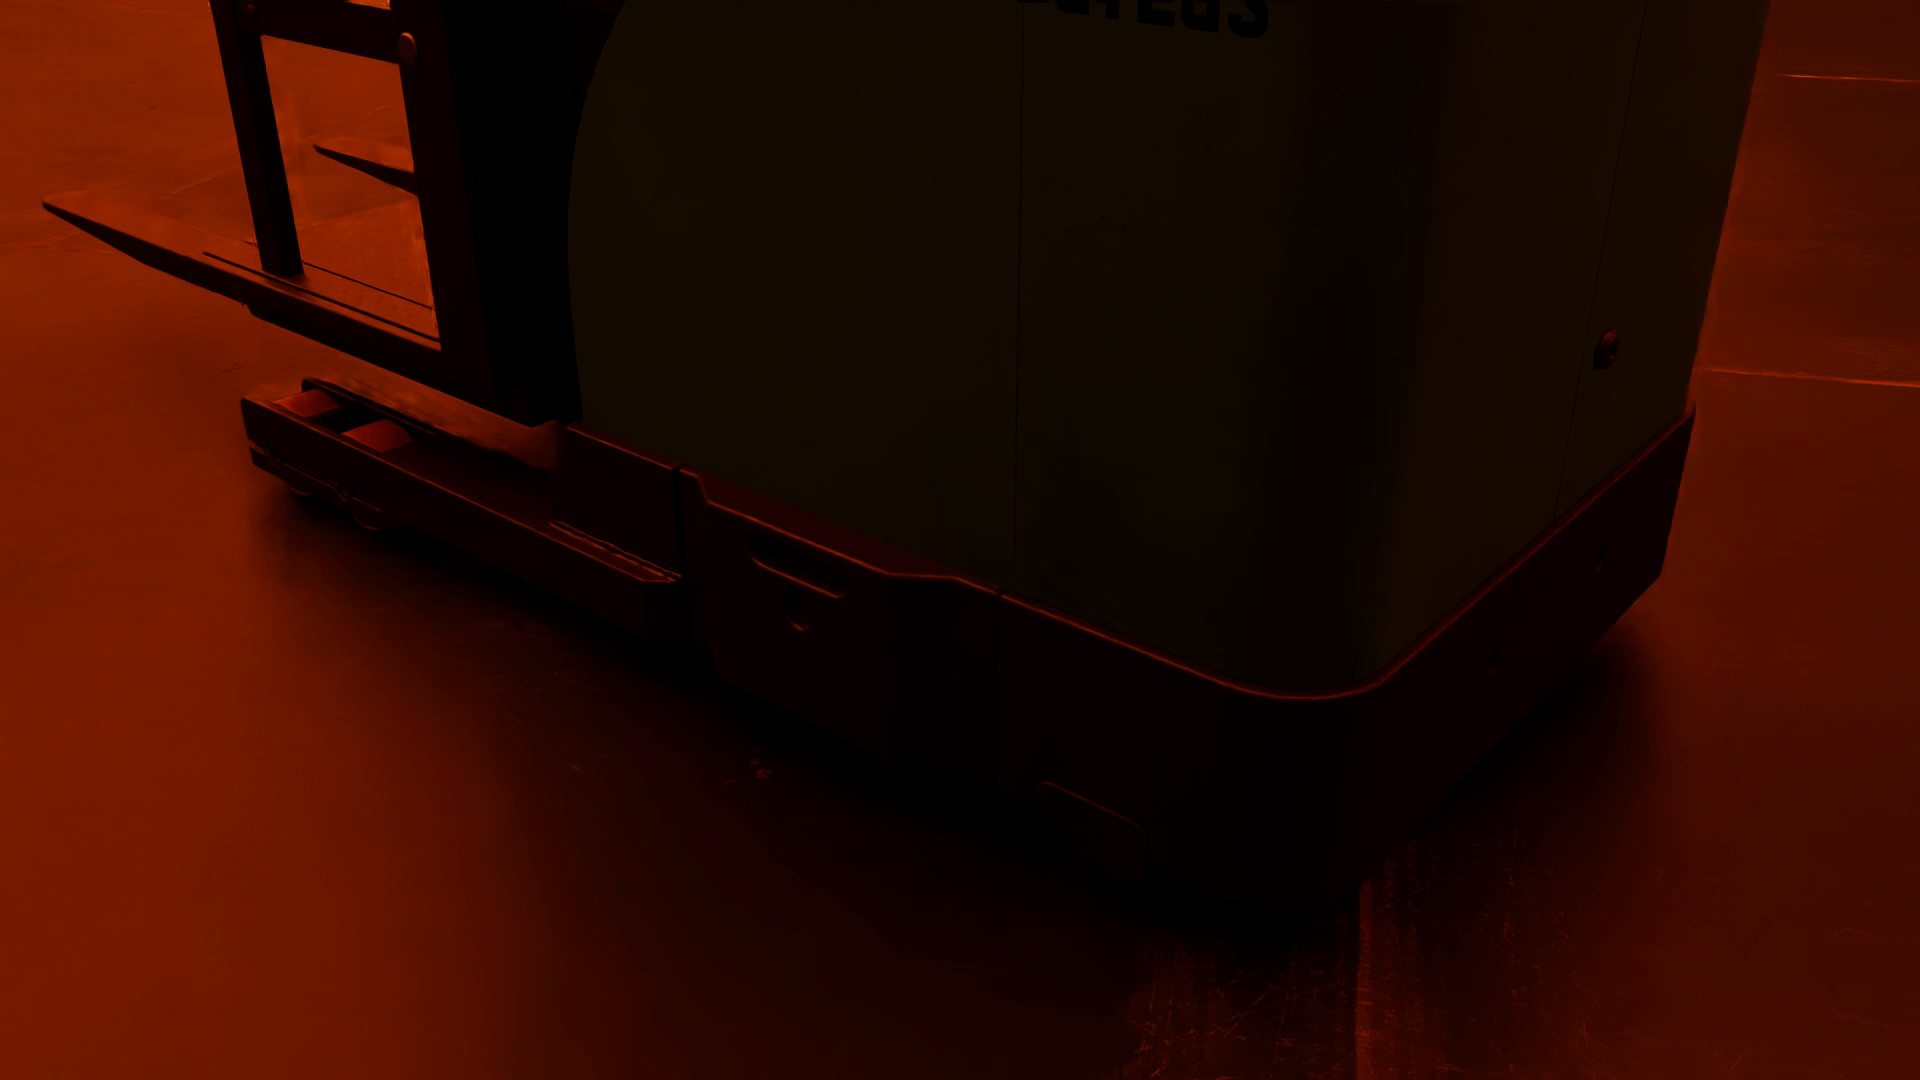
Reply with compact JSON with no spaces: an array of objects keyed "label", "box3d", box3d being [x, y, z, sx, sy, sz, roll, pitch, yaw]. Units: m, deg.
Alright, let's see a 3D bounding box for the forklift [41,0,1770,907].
[{"label":"forklift","box3d":[-0.495,-1.483,2.186,3.031,2.935,1.130,21,33,35]}]
